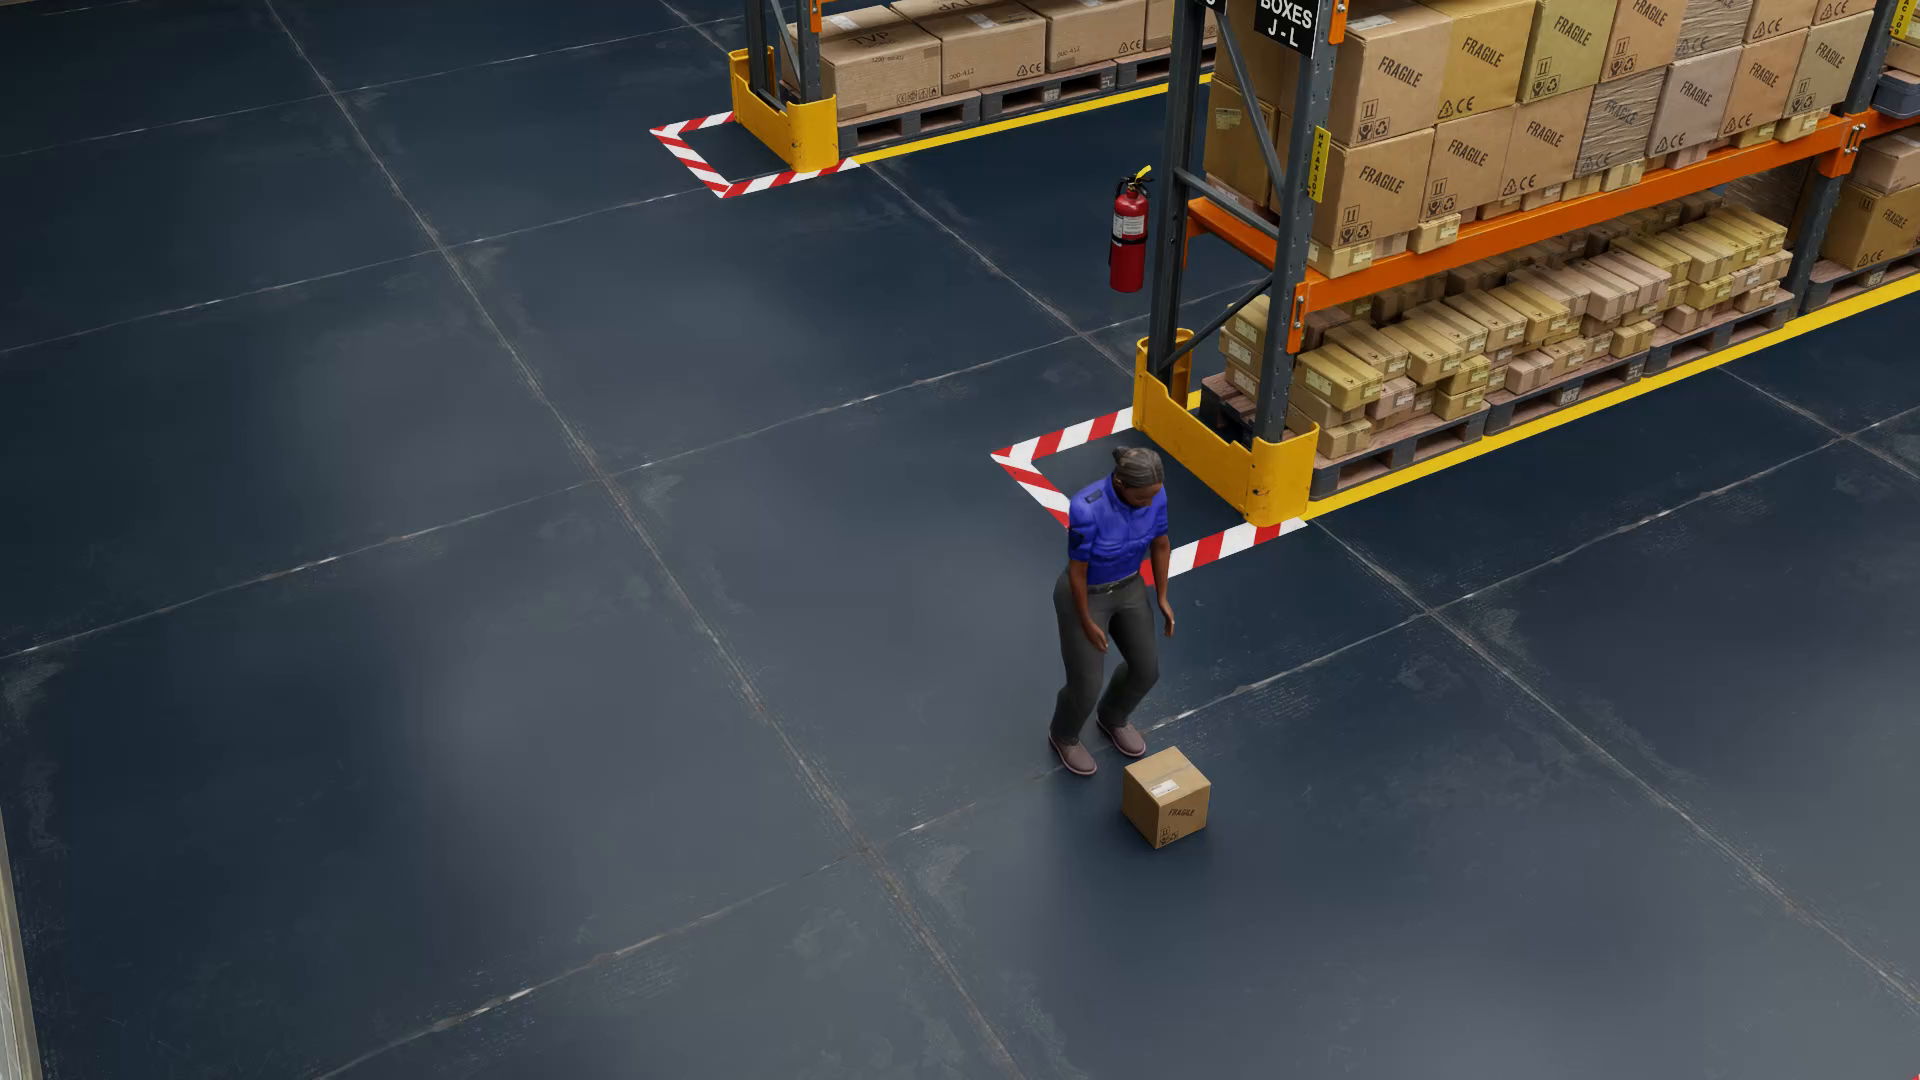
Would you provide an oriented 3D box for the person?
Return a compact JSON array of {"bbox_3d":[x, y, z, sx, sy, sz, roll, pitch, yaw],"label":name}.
[{"bbox_3d":[0.618,0.251,6.668,0.465,1.588,0.411,-18,41,-22],"label":"person"}]
